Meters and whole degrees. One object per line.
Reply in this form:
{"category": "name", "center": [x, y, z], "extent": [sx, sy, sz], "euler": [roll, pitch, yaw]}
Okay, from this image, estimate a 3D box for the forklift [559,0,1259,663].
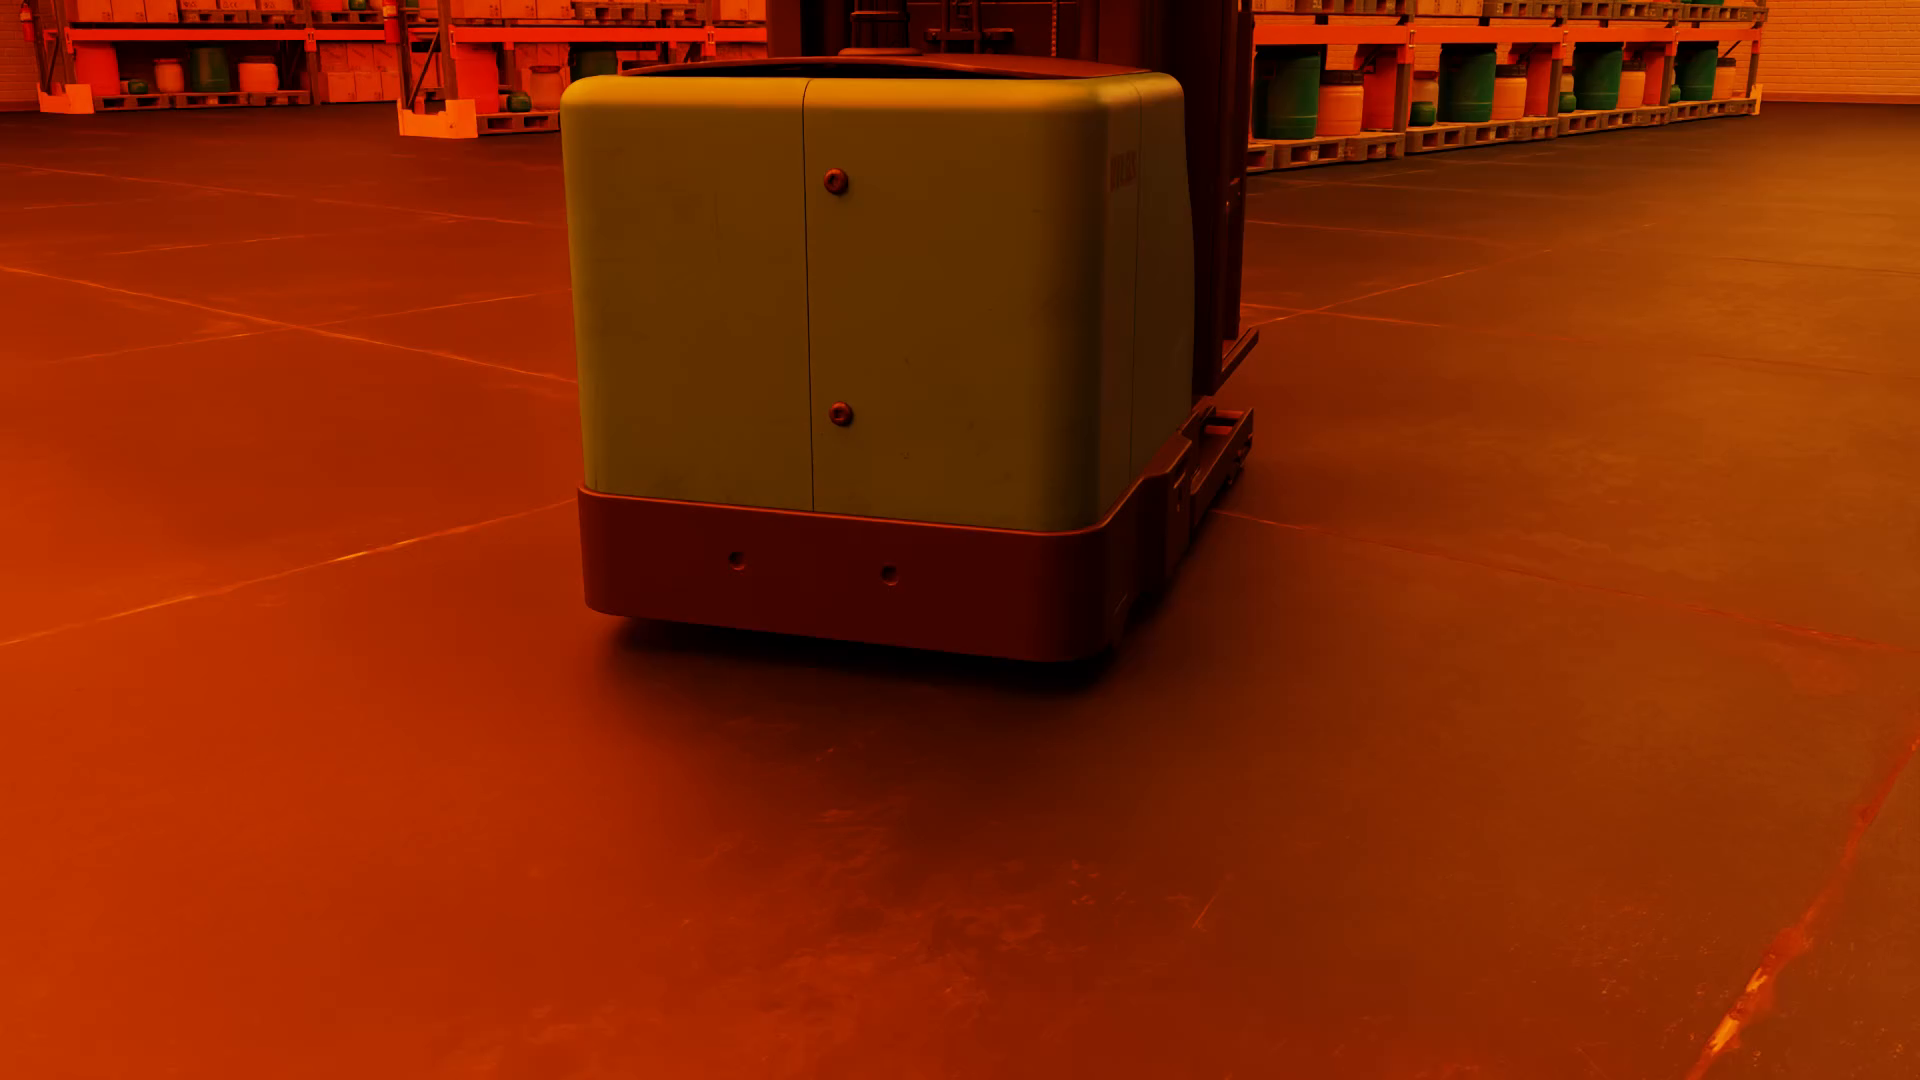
{"category": "forklift", "center": [0.182, -1.571, 4.072], "extent": [1.130, 2.935, 3.031], "euler": [5, 18, 17]}
